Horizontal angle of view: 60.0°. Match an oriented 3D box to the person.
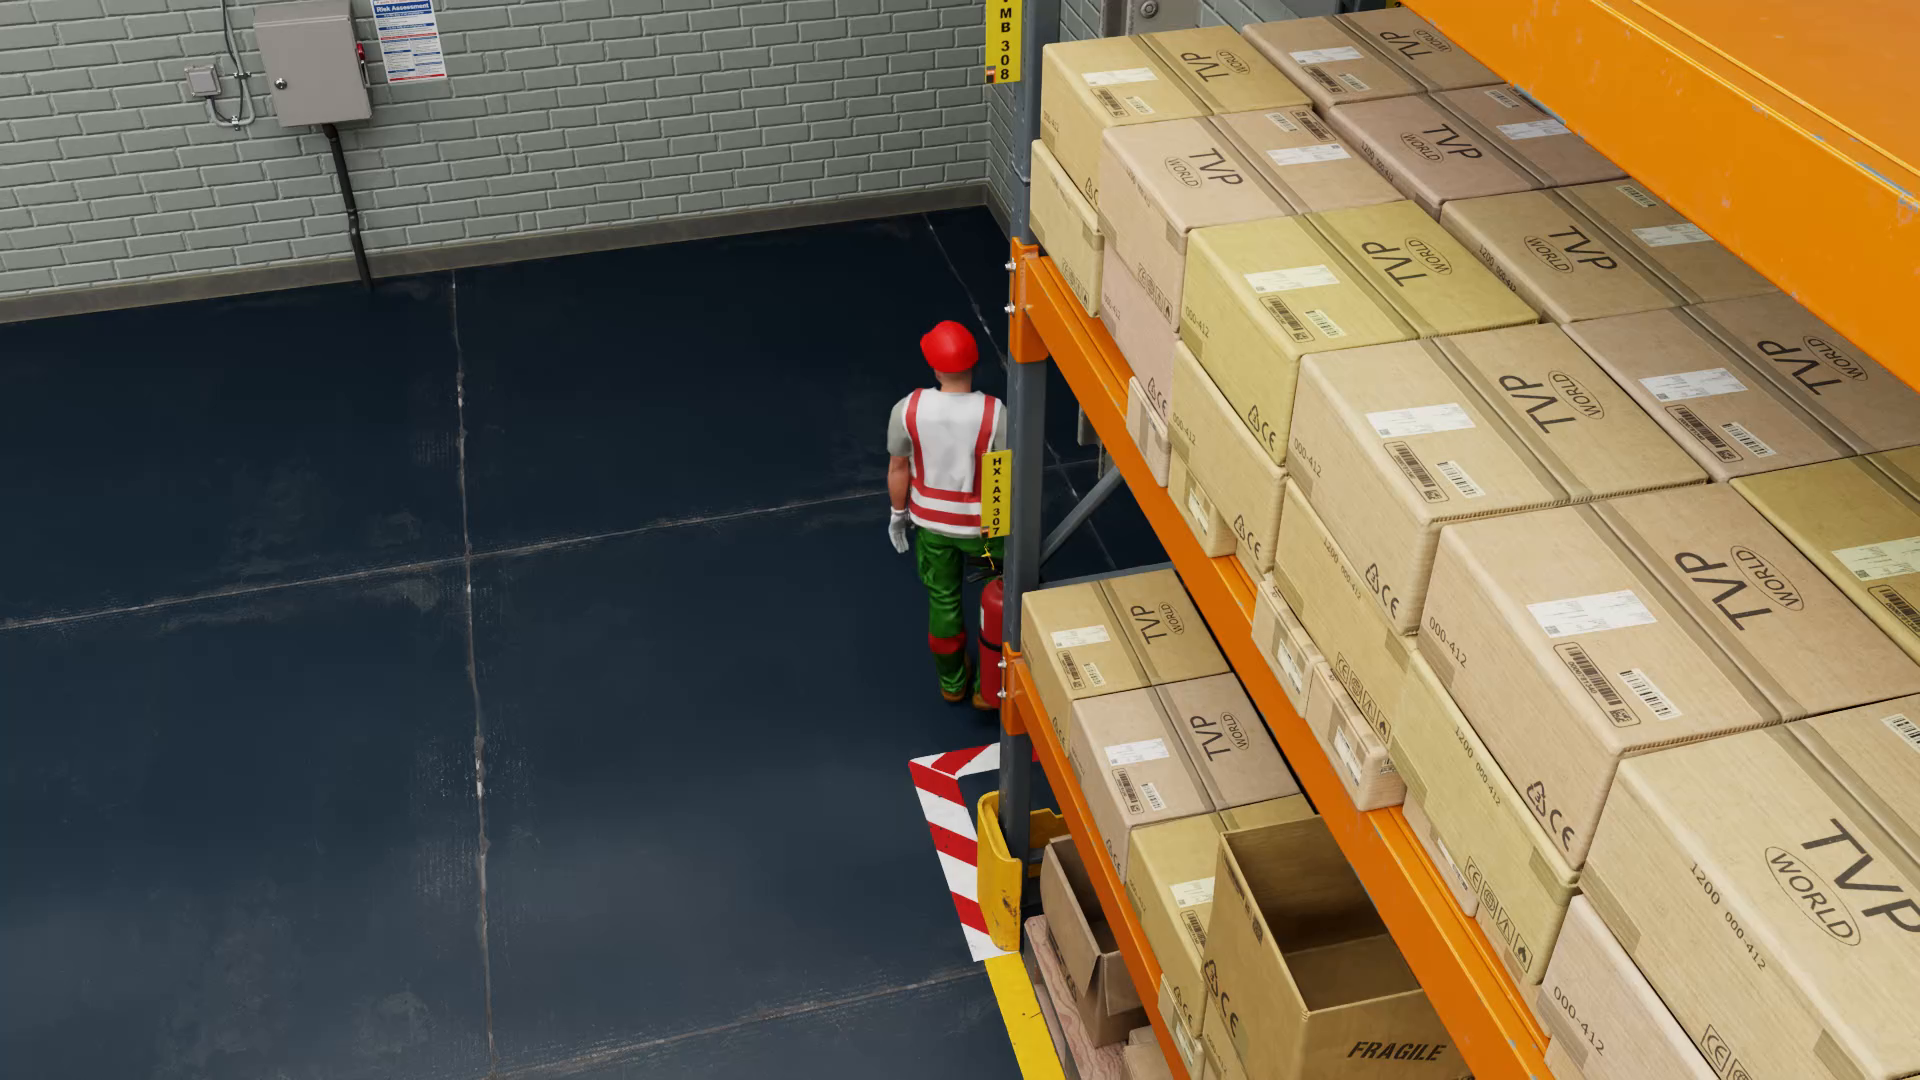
[{"bbox_3d":[0.046,-0.060,6.744,0.693,1.782,0.469,10,39,13],"label":"person"}]
